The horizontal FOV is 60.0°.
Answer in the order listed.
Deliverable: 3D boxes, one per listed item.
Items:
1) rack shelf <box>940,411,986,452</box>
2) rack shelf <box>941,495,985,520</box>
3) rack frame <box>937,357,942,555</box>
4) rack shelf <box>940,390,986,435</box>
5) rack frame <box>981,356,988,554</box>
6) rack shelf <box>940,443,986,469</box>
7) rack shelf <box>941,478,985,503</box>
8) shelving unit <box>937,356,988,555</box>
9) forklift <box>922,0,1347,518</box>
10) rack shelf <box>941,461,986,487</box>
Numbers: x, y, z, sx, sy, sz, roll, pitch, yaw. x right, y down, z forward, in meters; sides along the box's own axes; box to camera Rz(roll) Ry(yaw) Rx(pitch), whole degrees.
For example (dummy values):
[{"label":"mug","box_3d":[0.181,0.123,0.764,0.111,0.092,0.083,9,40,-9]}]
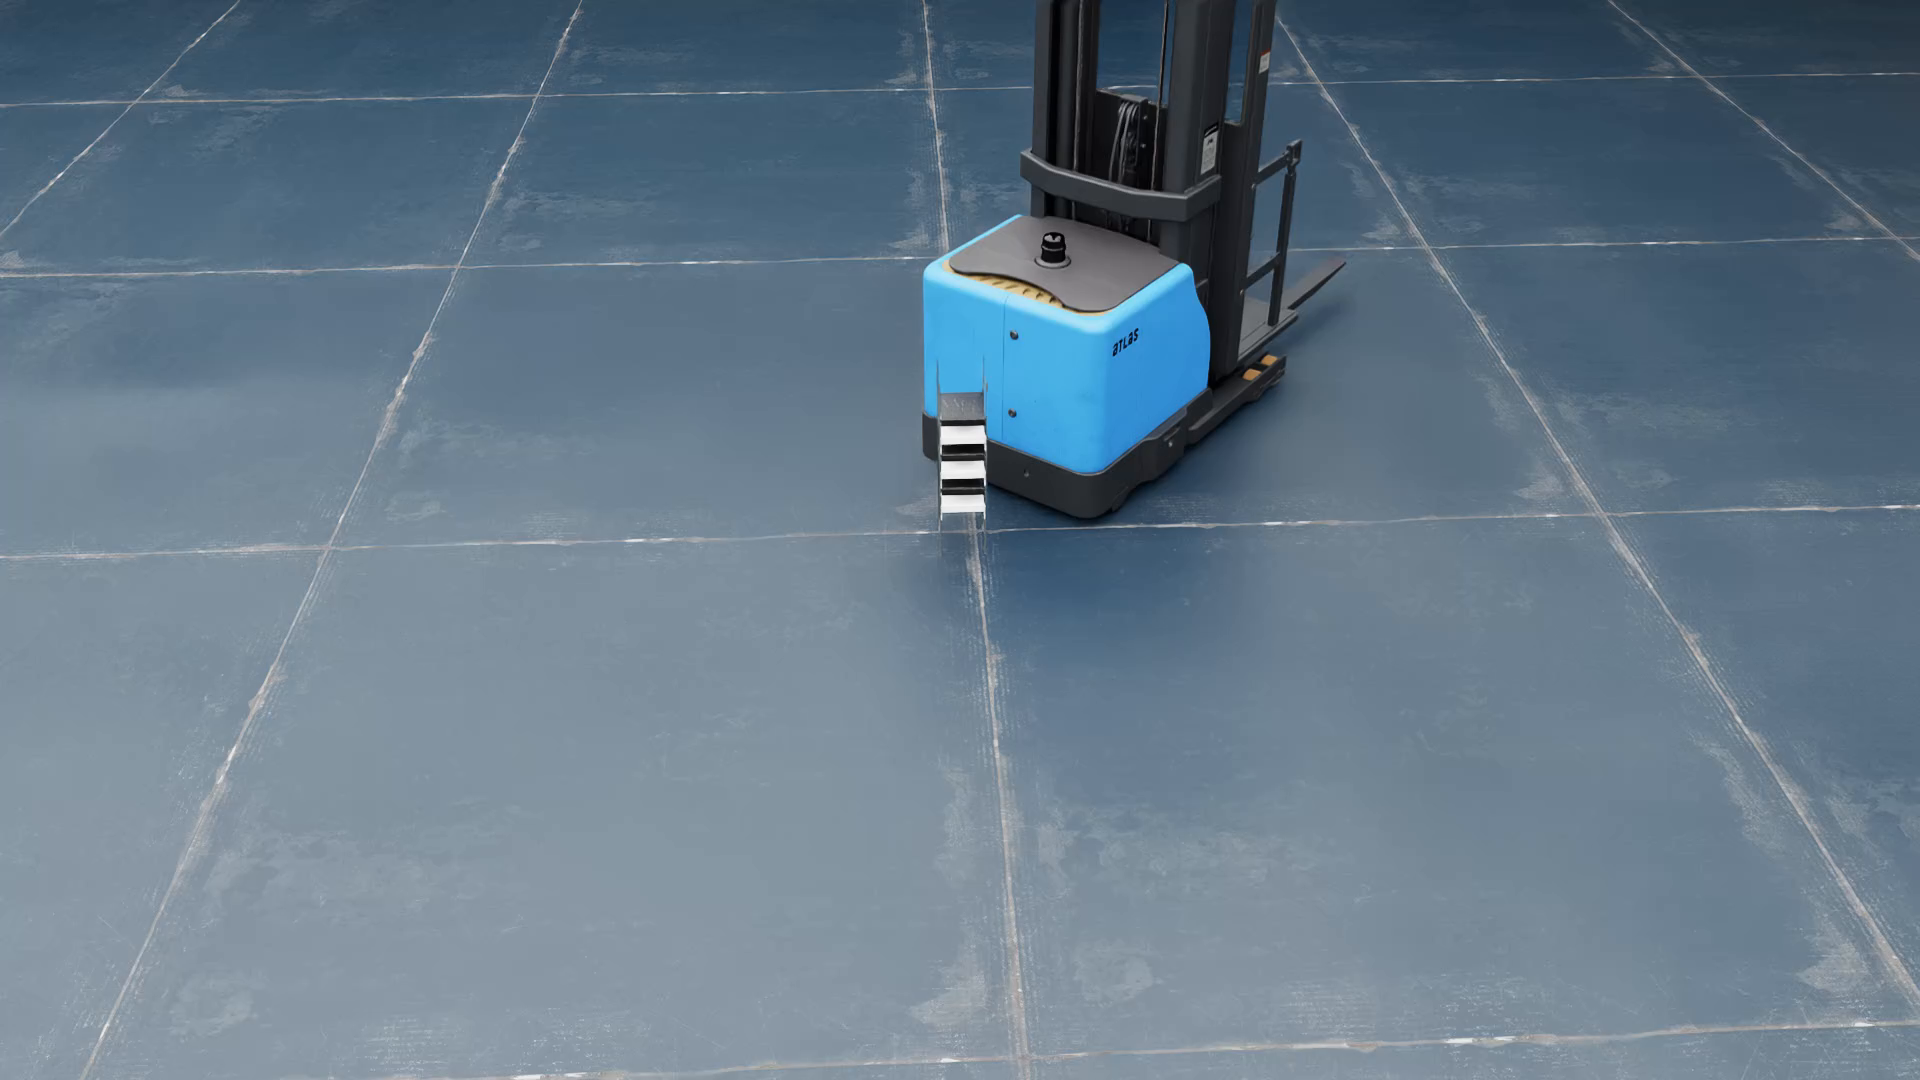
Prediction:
[{"label":"rack shelf","box_3d":[0.008,-0.491,7.411,0.200,0.077,0.258,-2,35,-2]},{"label":"rack shelf","box_3d":[0.008,-0.195,7.616,0.200,0.077,0.258,-2,35,-2]},{"label":"rack frame","box_3d":[-0.093,-0.367,7.490,0.006,0.900,0.240,-2,35,-2]},{"label":"rack shelf","box_3d":[0.008,-0.565,7.360,0.200,0.077,0.258,-2,35,-2]},{"label":"rack frame","box_3d":[0.110,-0.373,7.498,0.006,0.900,0.240,-2,35,-2]},{"label":"rack shelf","box_3d":[0.008,-0.417,7.462,0.200,0.077,0.258,-2,35,-2]},{"label":"rack shelf","box_3d":[0.008,-0.269,7.564,0.200,0.077,0.258,-2,35,-2]},{"label":"shelving unit","box_3d":[0.008,-0.370,7.494,0.210,0.900,0.258,-2,35,-2]},{"label":"forklift","box_3d":[1.095,-2.093,8.198,1.130,2.935,3.031,23,41,29]},{"label":"rack shelf","box_3d":[0.008,-0.343,7.513,0.200,0.077,0.258,-2,35,-2]}]
